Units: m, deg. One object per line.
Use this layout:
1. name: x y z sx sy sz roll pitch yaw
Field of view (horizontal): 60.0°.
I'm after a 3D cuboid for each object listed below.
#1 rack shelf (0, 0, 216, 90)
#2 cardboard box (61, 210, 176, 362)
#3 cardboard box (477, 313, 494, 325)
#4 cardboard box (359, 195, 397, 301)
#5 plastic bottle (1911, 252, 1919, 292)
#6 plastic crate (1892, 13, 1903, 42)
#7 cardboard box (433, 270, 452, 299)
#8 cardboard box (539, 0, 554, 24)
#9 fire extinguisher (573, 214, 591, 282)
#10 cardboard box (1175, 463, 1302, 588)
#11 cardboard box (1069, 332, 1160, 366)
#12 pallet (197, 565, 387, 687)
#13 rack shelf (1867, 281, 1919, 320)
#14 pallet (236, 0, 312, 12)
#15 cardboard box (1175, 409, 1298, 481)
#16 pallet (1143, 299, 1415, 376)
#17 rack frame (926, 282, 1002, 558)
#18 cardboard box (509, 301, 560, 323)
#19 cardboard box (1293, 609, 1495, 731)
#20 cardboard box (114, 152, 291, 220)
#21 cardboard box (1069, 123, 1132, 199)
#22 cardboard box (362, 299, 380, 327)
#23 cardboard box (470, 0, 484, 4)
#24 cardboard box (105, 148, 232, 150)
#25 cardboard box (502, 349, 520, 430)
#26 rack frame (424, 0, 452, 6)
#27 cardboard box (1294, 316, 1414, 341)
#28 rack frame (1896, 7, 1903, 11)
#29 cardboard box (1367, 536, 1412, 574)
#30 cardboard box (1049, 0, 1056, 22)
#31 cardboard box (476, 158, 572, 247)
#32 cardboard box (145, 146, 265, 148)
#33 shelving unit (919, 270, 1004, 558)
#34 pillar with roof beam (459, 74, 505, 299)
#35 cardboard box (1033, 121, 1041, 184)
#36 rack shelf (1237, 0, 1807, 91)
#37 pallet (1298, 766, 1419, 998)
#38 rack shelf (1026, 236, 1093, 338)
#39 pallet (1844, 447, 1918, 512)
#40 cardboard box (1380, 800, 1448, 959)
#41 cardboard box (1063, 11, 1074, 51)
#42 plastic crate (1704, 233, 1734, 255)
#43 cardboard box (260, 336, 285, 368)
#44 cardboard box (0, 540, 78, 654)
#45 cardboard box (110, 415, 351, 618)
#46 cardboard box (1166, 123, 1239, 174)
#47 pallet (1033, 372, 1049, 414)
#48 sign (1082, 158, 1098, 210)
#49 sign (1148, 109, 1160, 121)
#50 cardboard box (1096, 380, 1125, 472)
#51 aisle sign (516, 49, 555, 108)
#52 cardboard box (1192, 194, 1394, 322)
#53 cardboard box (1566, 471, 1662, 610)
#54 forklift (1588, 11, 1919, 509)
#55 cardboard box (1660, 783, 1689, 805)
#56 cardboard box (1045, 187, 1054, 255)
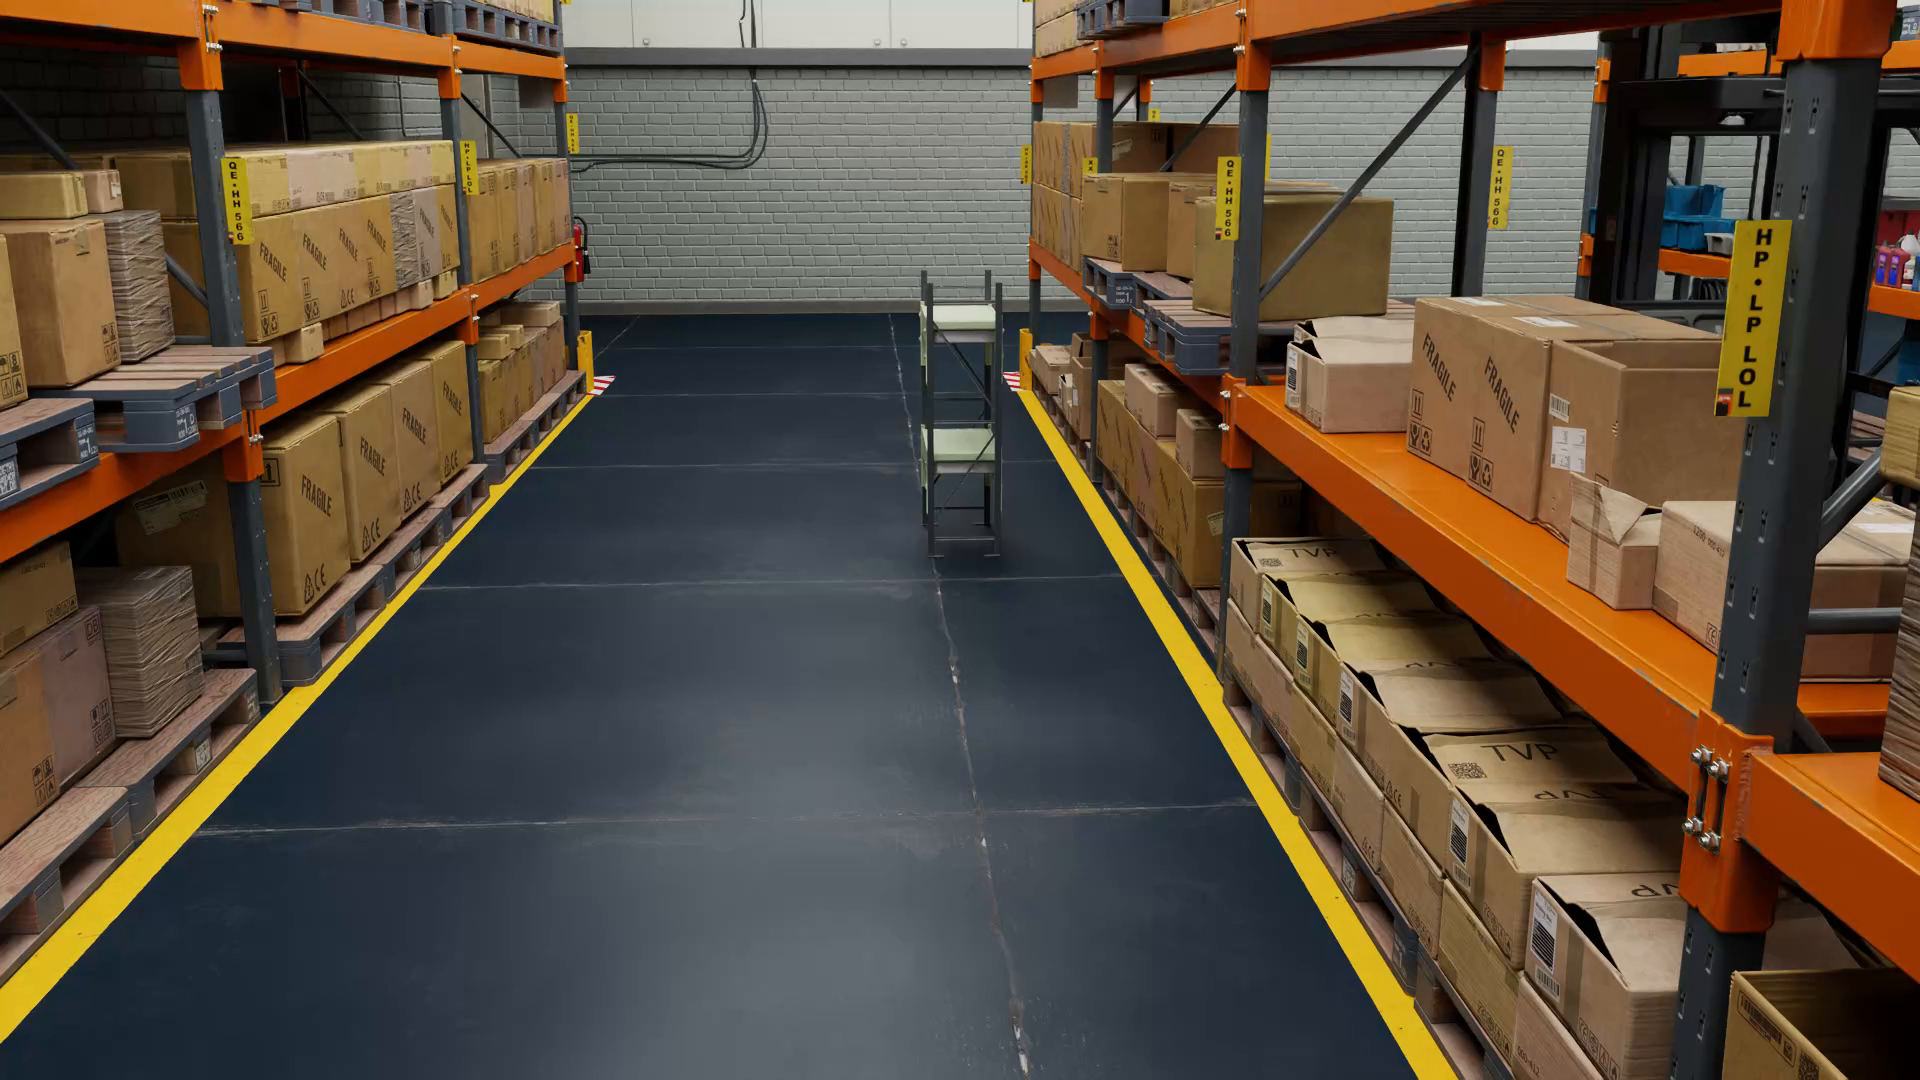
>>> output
1. rack shelf: -3.206 -1.379 4.289 1.077 0.370 4.000 -1 14 -3
2. cardboard box: -3.291 -0.917 5.985 0.700 0.500 0.500 -3 15 -10
3. cardboard box: -3.826 -1.672 12.878 0.380 0.149 0.250 -1 14 -3
4. cardboard box: -3.198 -1.482 8.428 0.500 0.500 0.500 0 14 -2
5. plastic bottle: 5.947 -1.674 10.270 0.097 0.271 0.097 0 14 0
6. plastic crate: 5.982 -3.370 11.011 0.450 0.188 0.662 -1 14 -3
7. cardboard box: -3.235 -1.512 9.849 0.380 0.149 0.250 -1 14 -2
8. cardboard box: -3.515 -4.215 13.127 0.500 0.250 0.500 0 14 -2
9. fire extinguisher: -3.374 -2.588 14.469 0.296 0.674 0.183 -1 14 -3
10. cardboard box: 1.322 -0.081 7.954 0.500 0.500 0.500 0 14 -1
11. cardboard box: 1.245 -1.315 12.745 0.797 0.503 0.637 -1 14 -3
12. pallet: -3.304 0.381 7.620 1.003 0.211 1.213 -1 14 -3
13. rack shelf: 6.434 -1.074 9.123 1.077 0.370 4.000 -1 14 -3
14. pallet: -3.423 -2.292 6.775 1.213 0.211 1.003 0 14 -1
15. cardboard box: 1.314 -0.458 7.914 0.500 0.250 0.500 0 14 -1
16. pallet: 1.502 -0.924 7.482 1.213 0.211 1.003 -1 14 -3
17. rack frame: 0.023 -0.634 8.979 0.400 1.500 0.023 -1 14 -3
18. cardboard box: -3.493 -1.867 13.633 0.380 0.149 0.250 -1 14 -4
19. cardboard box: 1.424 0.400 5.503 0.500 0.311 0.500 -1 14 -5
20. cardboard box: -3.103 -1.461 6.843 0.500 0.250 0.500 -1 14 -2
21. cardboard box: 1.042 -2.626 11.505 0.500 0.500 0.500 -1 14 -5
22. cardboard box: -3.234 -1.192 8.604 0.380 0.149 0.250 0 14 -2
23. cardboard box: -3.358 -3.574 10.636 0.500 0.250 0.500 -1 14 -4
24. cardboard box: -3.674 -1.702 7.780 0.500 0.250 0.500 -1 14 -5
25. cardboard box: -3.550 -1.072 11.846 0.700 0.500 0.500 -1 14 -4
26. rack frame: -3.578 -4.672 9.625 1.000 3.000 0.127 -1 14 -3
27. cardboard box: 1.593 -0.715 6.464 0.500 0.311 0.500 0 14 0
28. rack frame: 6.310 -4.825 10.219 1.000 3.000 0.127 -1 14 -3
29. cardboard box: 1.892 0.134 6.536 0.500 0.311 0.500 -1 14 -2
30. cardboard box: 0.952 -4.080 12.644 0.500 0.250 0.500 -1 14 -3
31. cardboard box: -3.784 -2.780 13.709 0.980 0.700 0.700 0 14 -1
32. cardboard box: -3.706 -1.829 8.273 0.500 0.250 0.500 -1 14 -5
33. shelving unit: 0.000 -0.725 9.333 0.431 1.500 0.755 -1 14 -3
34. pillar with roof beam: -0.560 -6.391 16.308 9.100 9.000 0.400 -1 14 -3
35. cardboard box: 0.883 -3.257 13.958 0.500 0.500 0.500 0 14 -2
36. rack shelf: 1.738 -1.456 4.590 1.077 0.370 4.000 -1 14 -3
37. pallet: 1.698 1.009 5.180 1.003 0.211 1.213 -1 14 -3
38. rack shelf: 1.242 -1.993 12.696 1.077 0.370 4.000 -1 14 -3
39. pallet: 6.316 -0.377 10.566 1.003 0.211 1.213 -1 14 -3
40. cardboard box: 1.485 0.922 4.598 0.500 0.250 0.500 -1 14 -2
41. cardboard box: 1.011 -3.590 11.739 0.500 0.250 0.500 -1 14 -3
42. plastic crate: 5.902 -2.249 12.658 0.293 0.136 0.466 -1 14 -3
43. cardboard box: -3.126 -0.808 7.111 0.380 0.149 0.250 -1 14 -3
44. cardboard box: -3.261 0.184 5.422 0.500 0.250 0.500 -1 14 -2
45. cardboard box: -3.245 -0.119 7.440 0.750 0.750 0.750 -1 14 -4
46. cardboard box: 1.618 -2.498 11.009 0.500 0.500 0.500 -1 14 -2
47. pallet: 1.173 -1.271 14.043 1.003 0.211 1.213 -1 14 -3
48. sign: 0.825 -2.253 10.526 0.100 0.325 0.005 -1 14 -3
49. sign: 1.673 -3.556 14.370 0.100 0.325 0.005 -1 14 -3
50. cardboard box: 1.153 -0.722 10.448 0.500 0.500 0.500 -2 15 -6
51. aisle sign: -3.531 -4.043 14.003 0.394 0.787 0.004 -1 14 -3
52. cardboard box: 1.462 -1.256 7.344 0.700 0.500 0.500 -6 16 -22
53. cardboard box: 1.624 -0.005 3.796 0.396 0.266 0.258 -1 14 -5
54. forklift: 3.192 -0.768 6.629 1.130 2.935 3.031 -1 14 -3
55. cardboard box: 2.059 0.771 4.060 0.500 0.311 0.500 -1 14 -4
56. cardboard box: 0.948 -2.520 13.099 0.500 0.500 0.500 -1 14 -4
